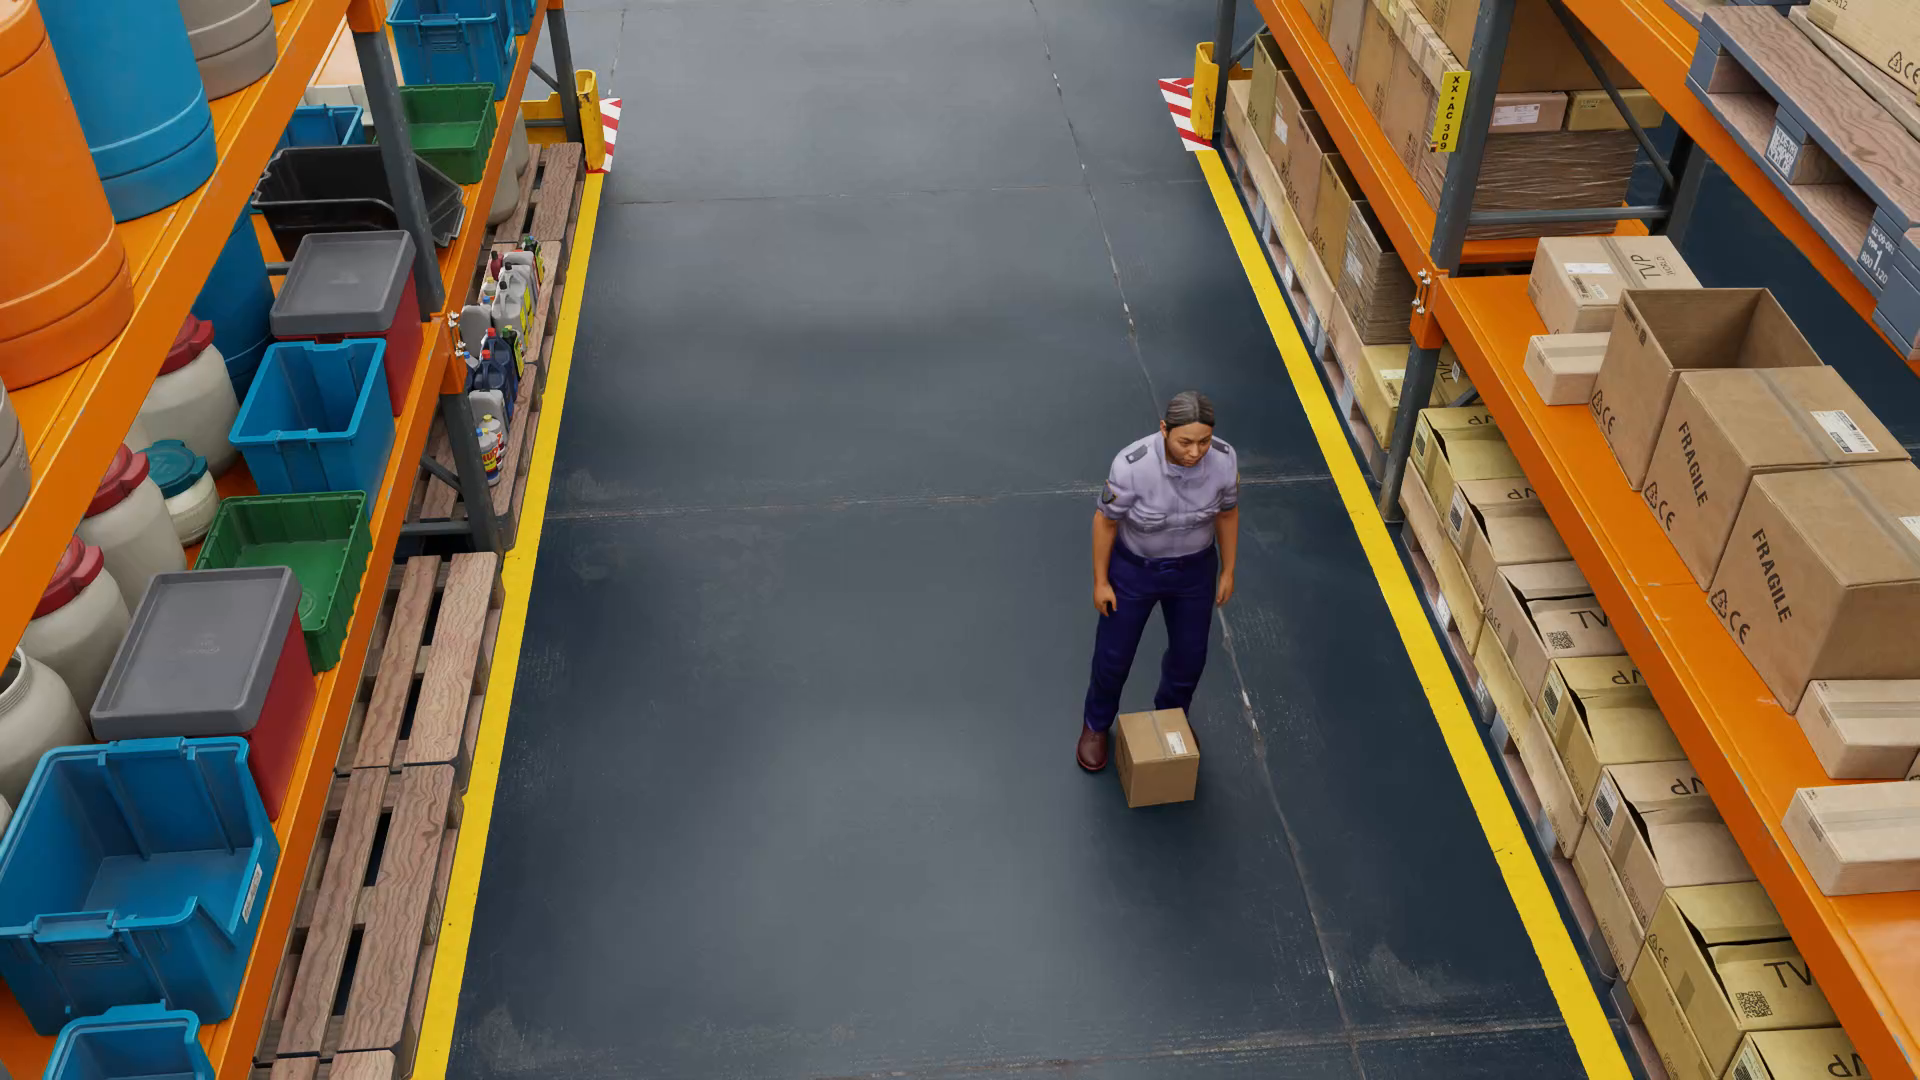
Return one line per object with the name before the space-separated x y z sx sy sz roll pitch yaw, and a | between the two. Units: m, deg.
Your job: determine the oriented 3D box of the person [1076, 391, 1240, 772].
person | 0.717 0.132 6.010 0.563 1.640 0.361 -5 40 -6
